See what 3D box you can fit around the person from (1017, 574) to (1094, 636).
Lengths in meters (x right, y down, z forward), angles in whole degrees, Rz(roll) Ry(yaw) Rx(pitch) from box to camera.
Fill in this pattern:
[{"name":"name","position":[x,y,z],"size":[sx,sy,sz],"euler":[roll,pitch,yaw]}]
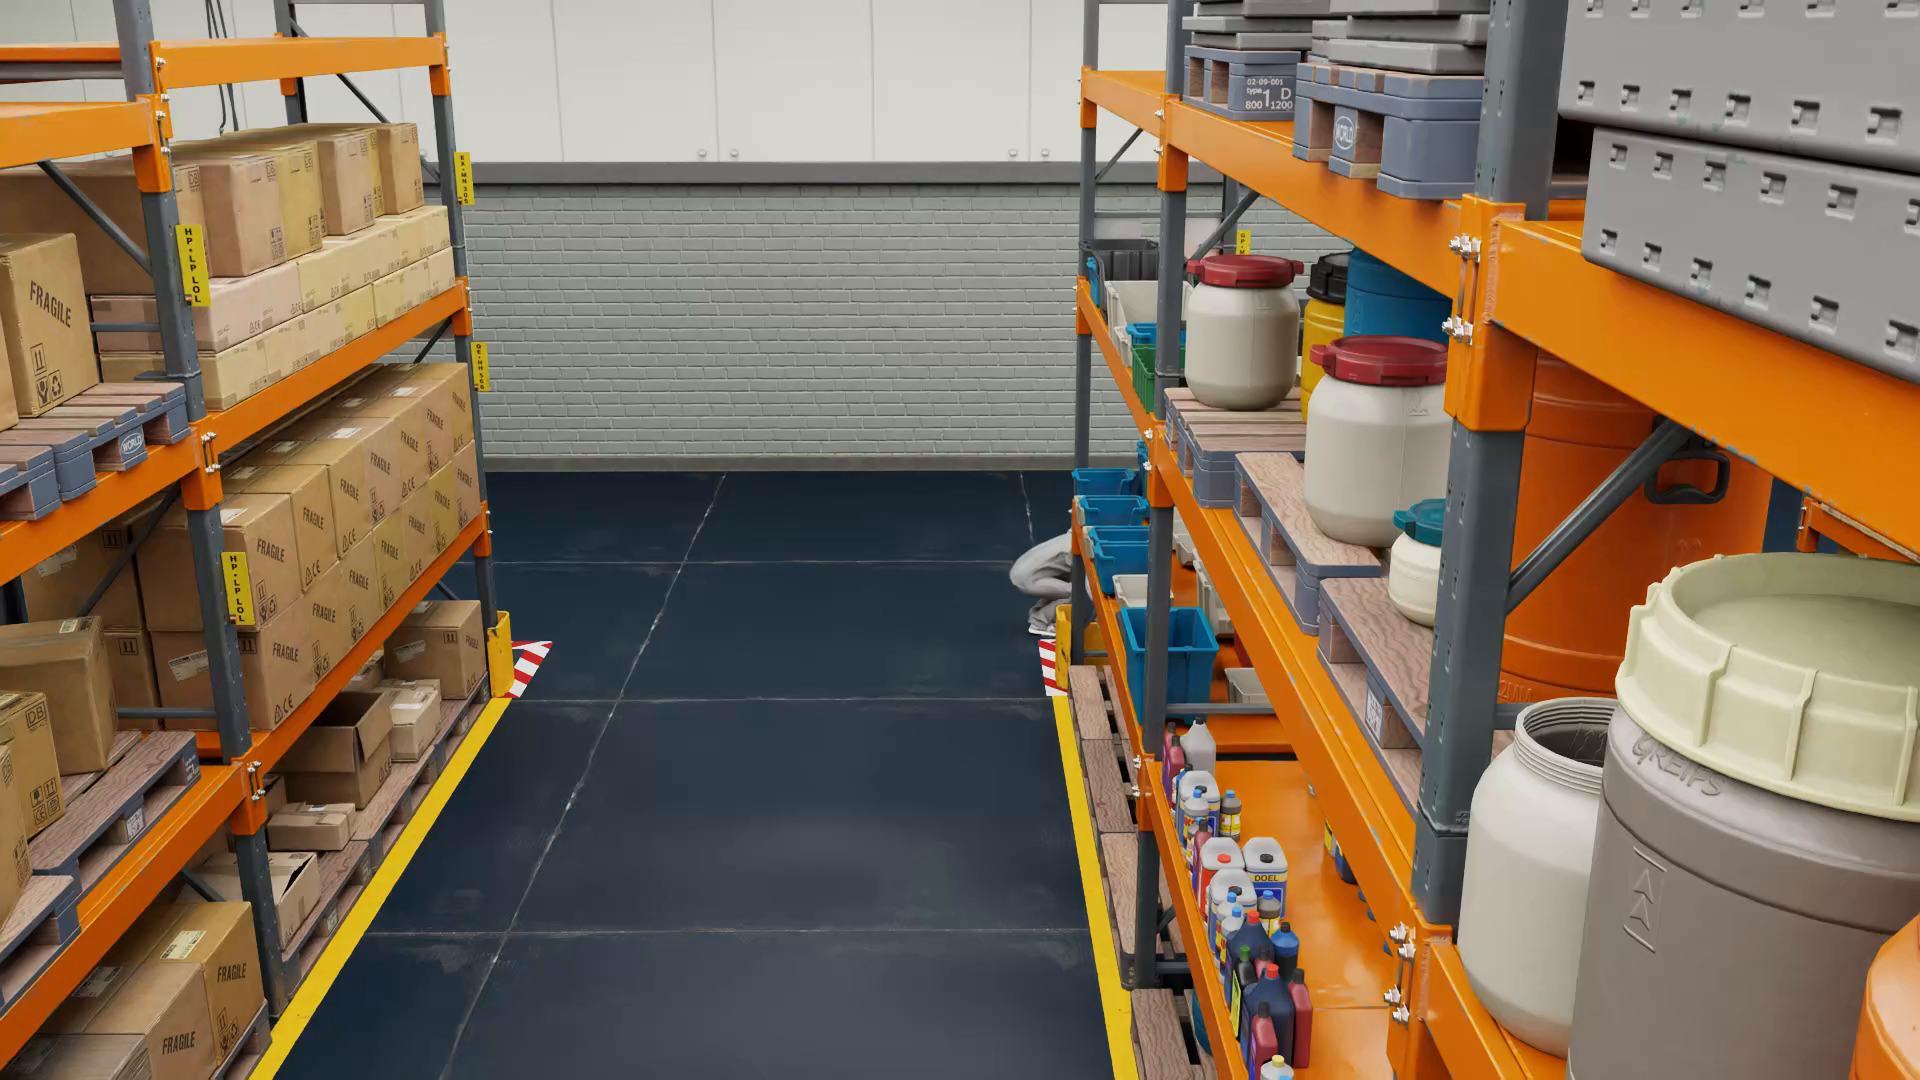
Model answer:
[{"name":"person","position":[0.795,0.294,12.462],"size":[0.782,0.802,0.432],"euler":[1,17,3]}]
